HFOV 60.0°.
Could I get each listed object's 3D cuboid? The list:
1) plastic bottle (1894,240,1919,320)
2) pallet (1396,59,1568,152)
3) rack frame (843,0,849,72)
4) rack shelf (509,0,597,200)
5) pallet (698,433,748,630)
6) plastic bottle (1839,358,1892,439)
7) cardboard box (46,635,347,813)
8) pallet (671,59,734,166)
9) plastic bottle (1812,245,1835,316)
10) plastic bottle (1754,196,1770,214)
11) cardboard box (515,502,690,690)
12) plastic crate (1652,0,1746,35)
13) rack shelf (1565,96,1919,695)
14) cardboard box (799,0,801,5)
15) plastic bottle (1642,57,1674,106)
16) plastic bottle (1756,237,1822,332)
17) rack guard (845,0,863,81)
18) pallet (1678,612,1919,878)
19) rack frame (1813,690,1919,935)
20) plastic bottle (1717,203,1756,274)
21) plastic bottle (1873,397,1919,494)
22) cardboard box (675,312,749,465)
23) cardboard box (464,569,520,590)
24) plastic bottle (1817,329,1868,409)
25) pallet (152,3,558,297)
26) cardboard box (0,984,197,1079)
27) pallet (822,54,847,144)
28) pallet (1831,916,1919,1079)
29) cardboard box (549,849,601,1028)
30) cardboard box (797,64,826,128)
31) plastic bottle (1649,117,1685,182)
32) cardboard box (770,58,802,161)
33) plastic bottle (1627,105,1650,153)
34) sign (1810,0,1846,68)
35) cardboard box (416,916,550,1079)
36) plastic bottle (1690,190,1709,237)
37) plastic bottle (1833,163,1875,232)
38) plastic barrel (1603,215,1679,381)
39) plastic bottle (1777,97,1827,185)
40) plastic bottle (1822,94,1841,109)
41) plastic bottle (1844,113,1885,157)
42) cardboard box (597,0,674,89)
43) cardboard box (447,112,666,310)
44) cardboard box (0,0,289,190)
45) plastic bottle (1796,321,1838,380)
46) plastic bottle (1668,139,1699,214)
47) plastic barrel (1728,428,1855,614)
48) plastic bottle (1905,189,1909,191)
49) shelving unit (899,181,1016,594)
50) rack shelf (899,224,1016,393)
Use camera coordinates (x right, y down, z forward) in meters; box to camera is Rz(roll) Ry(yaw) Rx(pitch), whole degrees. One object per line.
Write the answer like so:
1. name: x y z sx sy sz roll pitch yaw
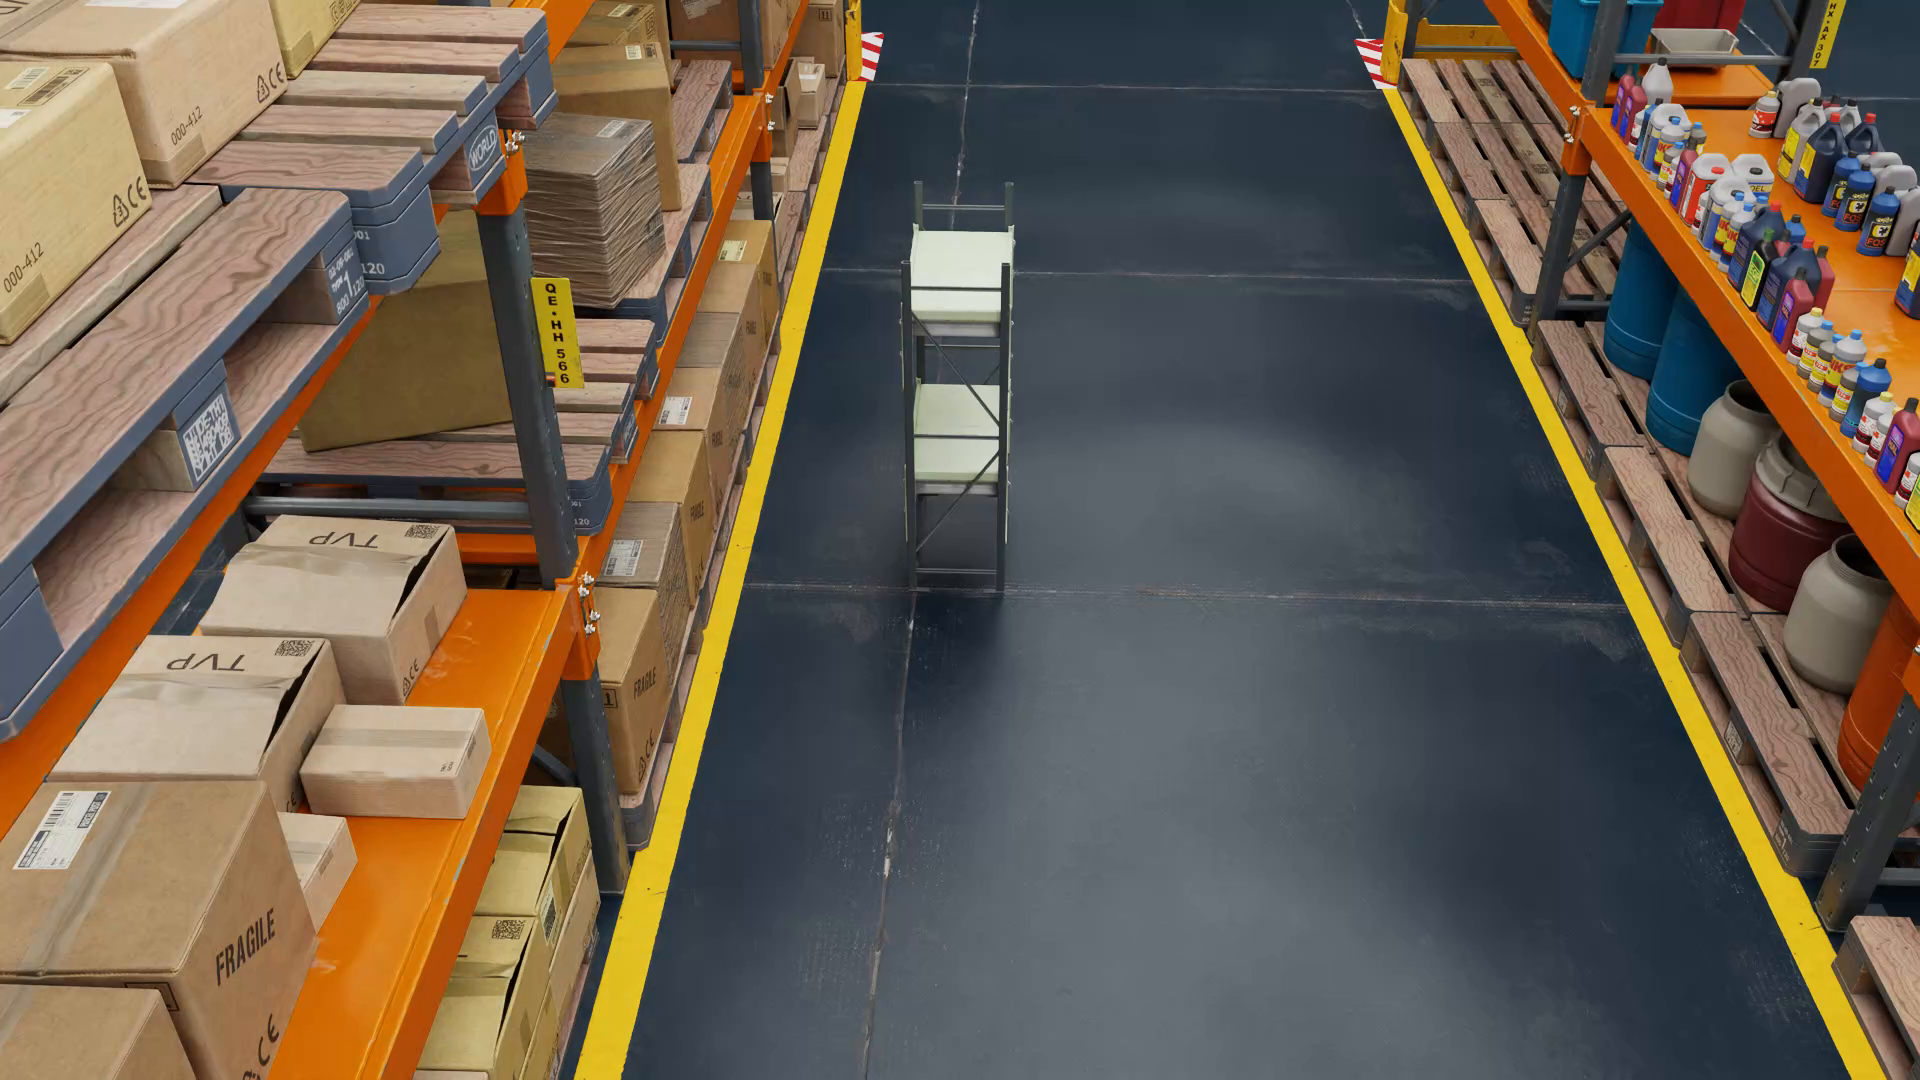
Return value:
1. plastic bottle: 3.578 -1.002 6.110 0.144 0.351 0.185 1 35 2
2. pallet: 3.578 -2.949 11.262 1.003 0.211 1.213 1 35 2
3. rack frame: -1.299 -4.679 11.299 1.000 3.000 0.127 1 35 2
4. rack shelf: -1.540 -2.165 5.739 1.077 0.370 4.000 1 35 2
5. pallet: -1.501 -0.069 7.165 1.003 0.211 1.213 1 35 2
6. plastic bottle: 2.959 -0.466 5.417 0.097 0.271 0.097 0 35 0
7. cardboard box: -1.850 0.463 4.060 0.500 0.311 0.500 1 35 1
8. pallet: -1.601 -1.846 7.435 1.003 0.211 1.213 1 35 2
9. plastic bottle: 3.116 -0.921 6.053 0.061 0.283 0.133 1 35 2
10. plastic bottle: 3.169 -1.269 6.619 0.097 0.201 0.097 0 35 0
11. cardboard box: -1.301 0.204 6.143 0.500 0.500 0.500 0 35 0
12. plastic crate: 3.776 -2.823 8.550 0.402 0.464 0.583 1 35 2
13. rack shelf: 3.409 -0.821 6.435 1.077 0.370 4.000 1 35 2
14. cardboard box: -1.127 -3.290 9.236 0.500 0.500 0.500 1 35 2
15. plastic bottle: 3.150 -2.026 7.568 0.144 0.351 0.185 1 35 2
16. plastic bottle: 3.013 -0.936 6.016 0.144 0.351 0.185 1 35 2
17. rack guard: -1.302 -3.613 11.956 1.175 0.500 0.348 1 35 2
18. pallet: 3.319 0.720 6.041 1.003 0.211 1.213 1 35 2
19. rack frame: 3.329 0.034 4.594 1.000 3.000 0.127 1 35 2
20. plastic bottle: 3.008 -1.168 6.415 0.097 0.271 0.097 0 35 0
21. plastic bottle: 2.928 -0.294 5.160 0.061 0.283 0.133 1 35 2
22. cardboard box: -1.242 -0.676 7.395 0.500 0.500 0.500 2 35 2
23. cardboard box: -1.817 0.217 6.124 0.500 0.500 0.500 3 35 4
24. plastic bottle: 2.966 -0.578 5.576 0.097 0.271 0.097 0 35 0
25. pallet: -1.558 -0.841 3.394 1.213 0.211 1.003 3 35 4
26. cardboard box: -1.693 1.143 2.928 0.500 0.500 0.500 1 35 2
27. pallet: -1.333 -3.037 11.387 1.003 0.211 1.213 1 35 2
28. pallet: 3.259 1.619 4.763 1.003 0.211 1.213 1 35 2
29. cardboard box: -1.398 1.178 4.991 0.500 0.250 0.500 2 35 3
30. cardboard box: -1.143 -2.871 10.735 0.500 0.250 0.500 1 35 2
31. plastic bottle: 3.043 -1.679 7.142 0.097 0.271 0.097 0 35 0
32. cardboard box: -1.390 -2.619 10.157 0.797 0.503 0.637 1 35 2
33. plastic bottle: 3.057 -1.839 7.431 0.097 0.201 0.097 0 35 0
34. sign: 4.039 -2.364 7.764 0.100 0.325 0.005 1 35 2
35. cardboard box: -1.410 1.246 4.407 0.500 0.311 0.500 1 35 1
36. plastic bottle: 3.021 -1.328 6.704 0.097 0.201 0.097 0 35 0
37. plastic bottle: 3.631 -1.393 6.736 0.097 0.271 0.097 0 35 0
38. plastic barrel: 3.451 -1.266 7.902 0.600 0.901 0.708 1 35 2
39. plastic bottle: 3.635 -1.712 7.120 0.144 0.351 0.185 1 35 2
40. plastic bottle: 3.833 -1.849 7.374 0.061 0.283 0.133 1 35 2
41. plastic bottle: 3.772 -1.603 6.964 0.144 0.351 0.185 1 35 2
42. cardboard box: -1.702 -2.327 7.500 0.700 0.500 0.500 -10 36 -14
43. cardboard box: -1.480 -1.181 5.870 0.700 0.500 0.500 8 36 11
44. cardboard box: -1.585 -0.857 3.017 0.500 0.250 0.500 2 35 3
45. plastic bottle: 2.974 -0.661 5.755 0.097 0.201 0.097 0 35 0
46. plastic bottle: 3.013 -1.506 6.885 0.061 0.283 0.133 1 35 2
47. plastic barrel: 3.377 -0.082 6.490 0.600 0.588 0.708 1 35 2
48. plastic bottle: 3.779 -1.305 6.671 0.097 0.201 0.097 0 35 0
49. shelving unit: 0.000 -0.610 6.813 0.431 1.500 0.755 1 35 2
50. rack shelf: 0.000 -0.929 6.589 0.431 0.370 0.720 1 35 2
